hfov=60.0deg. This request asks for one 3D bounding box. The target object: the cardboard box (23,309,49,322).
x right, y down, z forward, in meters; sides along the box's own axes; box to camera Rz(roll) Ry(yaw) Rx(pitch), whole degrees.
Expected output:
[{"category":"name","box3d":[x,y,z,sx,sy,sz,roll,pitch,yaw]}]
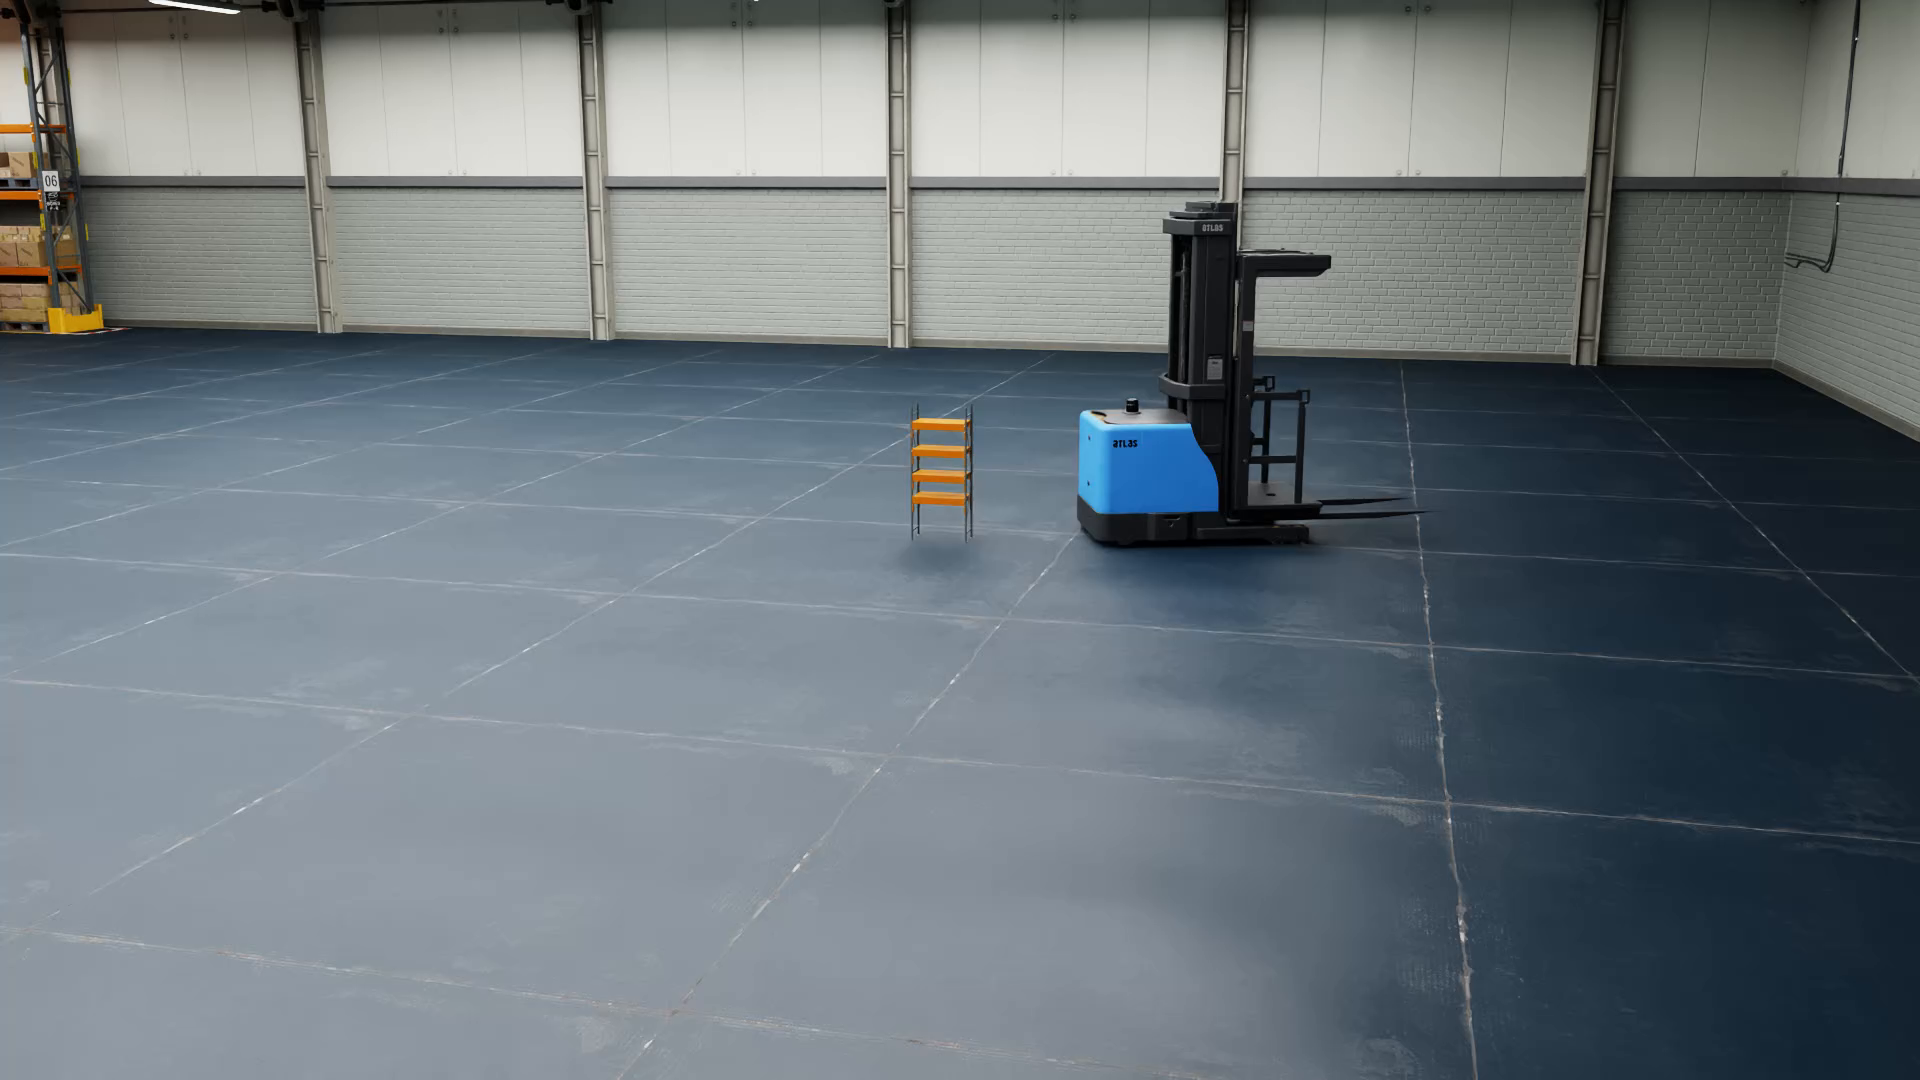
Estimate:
[{"category":"cardboard box","box3d":[-18.656,-4.583,33.845,0.500,0.250,0.500,3,13,14]}]

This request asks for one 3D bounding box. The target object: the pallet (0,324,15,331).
[{"category":"pallet","box3d":[-20.057,-4.496,34.511,1.213,0.211,1.003,3,13,14]}]

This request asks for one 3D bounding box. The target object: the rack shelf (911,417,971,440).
[{"category":"rack shelf","box3d":[-0.161,-0.978,14.557,0.480,0.148,0.258,3,13,14]}]

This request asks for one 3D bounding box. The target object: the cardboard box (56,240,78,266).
[{"category":"cardboard box","box3d":[-18.538,-5.896,34.151,0.500,0.500,0.500,3,13,15]}]

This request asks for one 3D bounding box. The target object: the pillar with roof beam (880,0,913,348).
[{"category":"pillar with roof beam","box3d":[-2.140,-7.078,25.859,0.548,9.000,9.100,3,13,14]}]

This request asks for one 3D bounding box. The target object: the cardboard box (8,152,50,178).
[{"category":"cardboard box","box3d":[-18.612,-7.501,33.263,0.500,0.500,0.500,3,13,15]}]

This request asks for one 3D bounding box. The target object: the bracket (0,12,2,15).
[{"category":"bracket","box3d":[-21.573,-10.755,34.123,4.783,0.066,0.076,3,13,14]}]

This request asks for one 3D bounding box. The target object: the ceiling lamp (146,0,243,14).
[{"category":"ceiling lamp","box3d":[-12.464,-10.380,27.267,0.800,3.185,2.000,3,13,14]}]

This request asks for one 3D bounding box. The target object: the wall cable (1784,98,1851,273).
[{"category":"wall cable","box3d":[13.086,-5.413,25.526,0.112,2.526,3.097,3,13,14]}]

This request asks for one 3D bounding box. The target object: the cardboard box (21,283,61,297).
[{"category":"cardboard box","box3d":[-18.646,-5.072,33.738,0.500,0.250,0.500,4,13,15]}]

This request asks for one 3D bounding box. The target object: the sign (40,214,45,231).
[{"category":"sign","box3d":[-18.267,-6.330,33.120,0.005,0.325,0.100,3,13,14]}]

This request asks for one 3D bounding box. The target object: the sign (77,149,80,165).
[{"category":"sign","box3d":[-17.985,-7.809,33.879,0.005,0.325,0.100,3,13,14]}]

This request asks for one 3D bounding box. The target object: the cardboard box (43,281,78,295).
[{"category":"cardboard box","box3d":[-18.545,-5.178,34.218,0.500,0.250,0.500,3,13,13]}]

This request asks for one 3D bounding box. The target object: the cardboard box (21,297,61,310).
[{"category":"cardboard box","box3d":[-18.671,-4.829,33.798,0.500,0.250,0.500,3,13,13]}]

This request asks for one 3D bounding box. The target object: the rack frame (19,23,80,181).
[{"category":"rack frame","box3d":[-18.124,-8.691,33.132,0.127,3.000,1.000,3,13,14]}]

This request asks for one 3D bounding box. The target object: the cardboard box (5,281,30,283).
[{"category":"cardboard box","box3d":[-19.514,-5.232,34.459,0.500,0.250,0.500,3,13,13]}]

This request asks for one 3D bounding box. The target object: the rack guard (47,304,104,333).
[{"category":"rack guard","box3d":[-18.100,-4.541,34.047,0.348,0.500,1.175,3,13,14]}]

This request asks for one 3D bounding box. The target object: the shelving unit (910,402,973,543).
[{"category":"shelving unit","box3d":[-0.161,-0.594,14.643,0.503,1.200,0.258,3,13,14]}]

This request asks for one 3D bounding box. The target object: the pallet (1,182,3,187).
[{"category":"pallet","box3d":[-19.992,-7.289,33.940,1.213,0.211,1.003,3,13,14]}]

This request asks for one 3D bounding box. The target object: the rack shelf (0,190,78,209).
[{"category":"rack shelf","box3d":[-20.066,-6.980,34.003,4.000,0.370,1.077,3,13,14]}]

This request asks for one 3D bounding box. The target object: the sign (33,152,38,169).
[{"category":"sign","box3d":[-18.267,-7.507,32.859,0.005,0.325,0.100,3,13,14]}]

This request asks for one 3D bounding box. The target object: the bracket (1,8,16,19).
[{"category":"bracket","box3d":[-19.072,-10.621,33.520,0.430,0.232,0.235,3,13,14]}]

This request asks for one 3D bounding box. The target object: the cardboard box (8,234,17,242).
[{"category":"cardboard box","box3d":[-19.020,-6.121,33.667,0.250,0.149,0.380,3,13,15]}]

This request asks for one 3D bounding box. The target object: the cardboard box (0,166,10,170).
[{"category":"cardboard box","box3d":[-19.247,-7.408,33.381,0.258,0.266,0.396,3,13,14]}]

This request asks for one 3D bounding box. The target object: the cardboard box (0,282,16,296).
[{"category":"cardboard box","box3d":[-19.635,-5.121,33.961,0.500,0.250,0.500,3,13,14]}]

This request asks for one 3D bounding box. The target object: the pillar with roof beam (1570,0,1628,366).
[{"category":"pillar with roof beam","box3d":[9.511,-6.455,23.052,0.400,9.000,9.100,3,13,14]}]

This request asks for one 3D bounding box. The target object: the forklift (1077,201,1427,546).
[{"category":"forklift","box3d":[2.628,-1.500,14.726,3.031,2.935,1.130,-2,13,-7]}]

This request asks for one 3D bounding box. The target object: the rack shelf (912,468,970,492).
[{"category":"rack shelf","box3d":[-0.161,-0.529,14.657,0.480,0.148,0.258,3,13,14]}]

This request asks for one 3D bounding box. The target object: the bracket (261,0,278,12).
[{"category":"bracket","box3d":[-13.247,-10.310,32.117,0.430,0.232,0.235,3,13,14]}]

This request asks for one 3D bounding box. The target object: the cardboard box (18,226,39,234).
[{"category":"cardboard box","box3d":[-18.769,-6.254,33.581,0.250,0.149,0.380,3,13,14]}]

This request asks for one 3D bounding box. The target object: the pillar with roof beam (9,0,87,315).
[{"category":"pillar with roof beam","box3d":[-19.615,-8.012,30.069,0.548,9.000,9.100,3,13,14]}]

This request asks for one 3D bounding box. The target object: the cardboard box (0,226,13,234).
[{"category":"cardboard box","box3d":[-19.253,-6.290,33.745,0.250,0.149,0.380,3,13,14]}]

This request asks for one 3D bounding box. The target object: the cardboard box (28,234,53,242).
[{"category":"cardboard box","box3d":[-18.527,-6.087,33.517,0.250,0.149,0.380,3,13,14]}]

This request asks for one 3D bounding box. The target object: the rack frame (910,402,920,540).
[{"category":"rack frame","box3d":[-0.398,-0.607,14.700,0.015,1.200,0.240,3,13,14]}]

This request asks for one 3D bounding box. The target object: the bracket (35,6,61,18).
[{"category":"bracket","box3d":[-18.266,-10.578,33.326,0.430,0.232,0.235,3,13,14]}]

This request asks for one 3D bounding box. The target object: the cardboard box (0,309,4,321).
[{"category":"cardboard box","box3d":[-19.620,-4.639,34.096,0.500,0.250,0.500,3,13,14]}]

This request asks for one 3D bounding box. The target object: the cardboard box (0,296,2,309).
[{"category":"cardboard box","box3d":[-19.662,-4.880,34.026,0.500,0.250,0.500,3,13,12]}]

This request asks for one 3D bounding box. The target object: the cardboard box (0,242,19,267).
[{"category":"cardboard box","box3d":[-19.166,-5.811,33.768,0.500,0.500,0.500,3,13,15]}]
